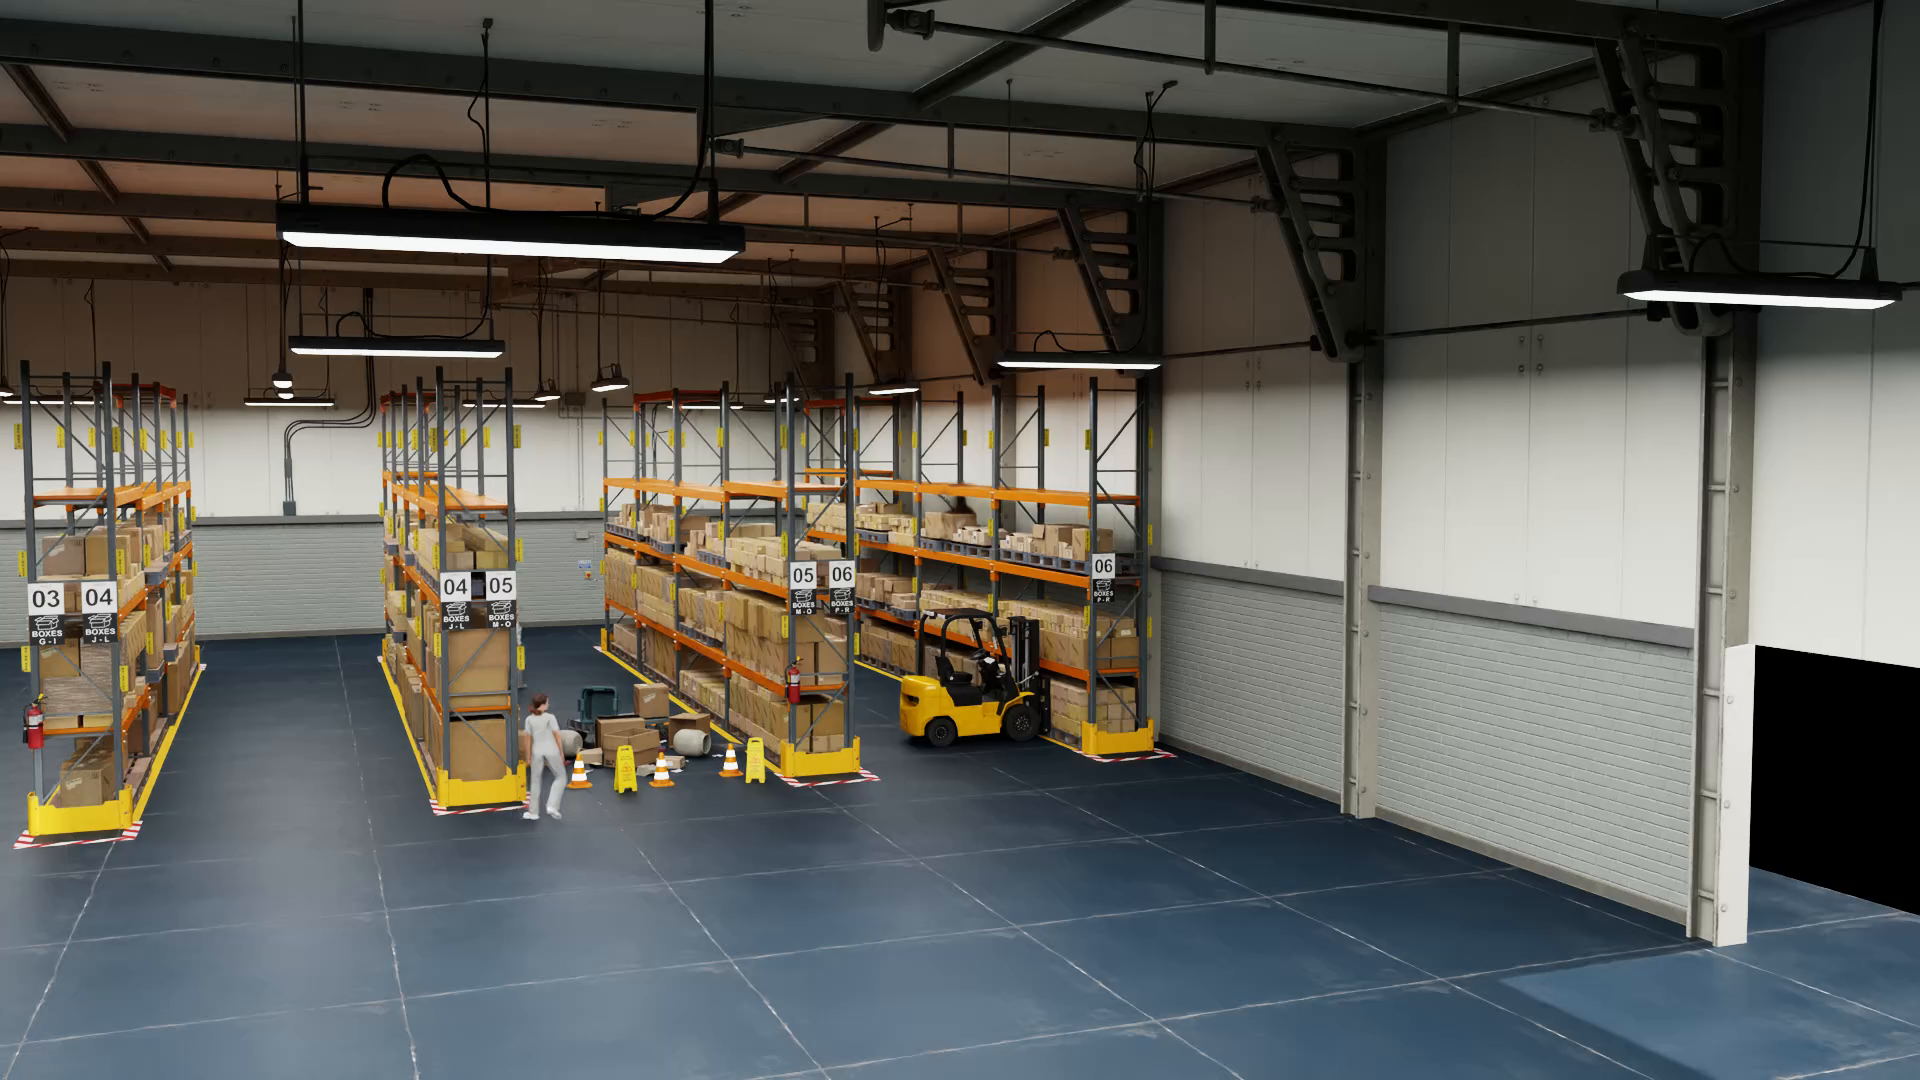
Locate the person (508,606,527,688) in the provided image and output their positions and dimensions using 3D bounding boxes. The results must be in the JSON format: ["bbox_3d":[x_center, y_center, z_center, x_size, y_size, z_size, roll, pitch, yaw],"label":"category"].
[{"bbox_3d":[-8.999,2.154,33.562,0.514,1.663,0.392,3,5,43],"label":"person"}]

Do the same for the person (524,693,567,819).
[{"bbox_3d":[-5.484,2.847,21.832,0.584,1.668,0.406,0,3,0],"label":"person"}]
